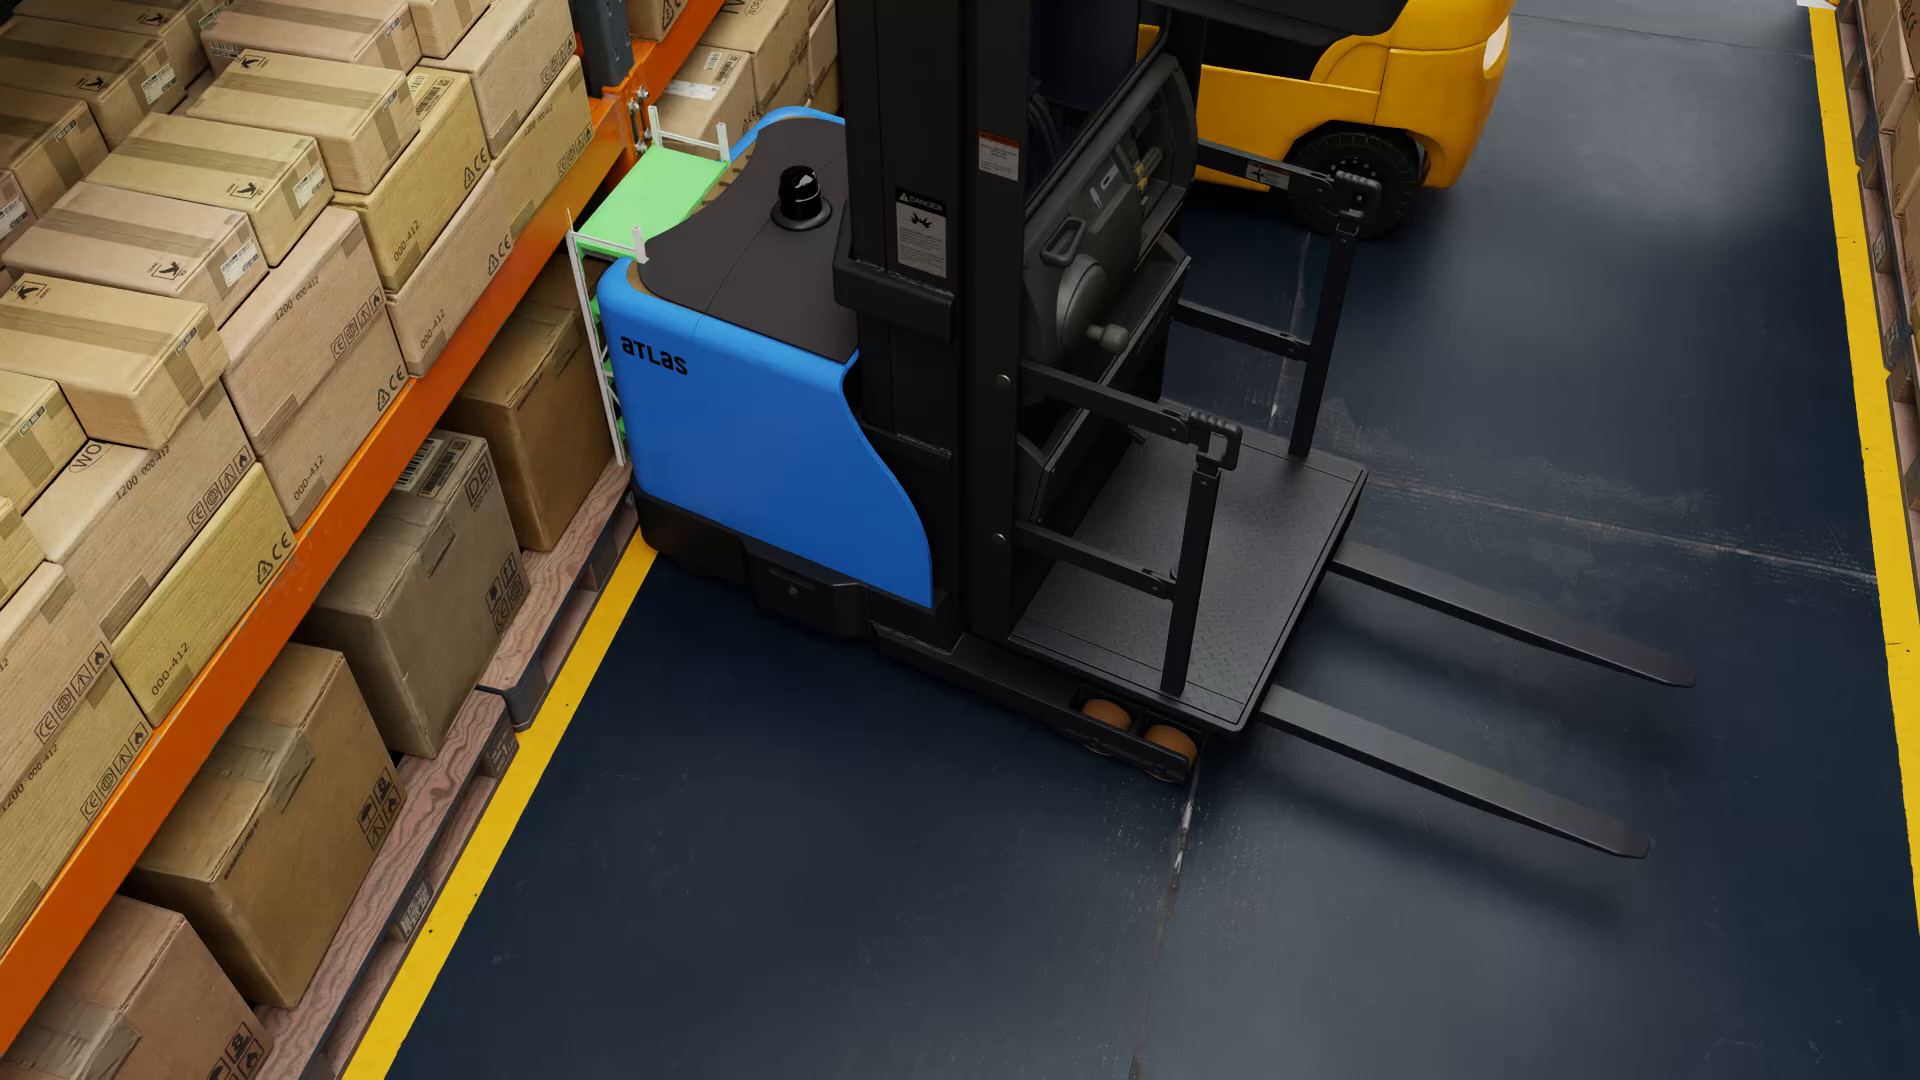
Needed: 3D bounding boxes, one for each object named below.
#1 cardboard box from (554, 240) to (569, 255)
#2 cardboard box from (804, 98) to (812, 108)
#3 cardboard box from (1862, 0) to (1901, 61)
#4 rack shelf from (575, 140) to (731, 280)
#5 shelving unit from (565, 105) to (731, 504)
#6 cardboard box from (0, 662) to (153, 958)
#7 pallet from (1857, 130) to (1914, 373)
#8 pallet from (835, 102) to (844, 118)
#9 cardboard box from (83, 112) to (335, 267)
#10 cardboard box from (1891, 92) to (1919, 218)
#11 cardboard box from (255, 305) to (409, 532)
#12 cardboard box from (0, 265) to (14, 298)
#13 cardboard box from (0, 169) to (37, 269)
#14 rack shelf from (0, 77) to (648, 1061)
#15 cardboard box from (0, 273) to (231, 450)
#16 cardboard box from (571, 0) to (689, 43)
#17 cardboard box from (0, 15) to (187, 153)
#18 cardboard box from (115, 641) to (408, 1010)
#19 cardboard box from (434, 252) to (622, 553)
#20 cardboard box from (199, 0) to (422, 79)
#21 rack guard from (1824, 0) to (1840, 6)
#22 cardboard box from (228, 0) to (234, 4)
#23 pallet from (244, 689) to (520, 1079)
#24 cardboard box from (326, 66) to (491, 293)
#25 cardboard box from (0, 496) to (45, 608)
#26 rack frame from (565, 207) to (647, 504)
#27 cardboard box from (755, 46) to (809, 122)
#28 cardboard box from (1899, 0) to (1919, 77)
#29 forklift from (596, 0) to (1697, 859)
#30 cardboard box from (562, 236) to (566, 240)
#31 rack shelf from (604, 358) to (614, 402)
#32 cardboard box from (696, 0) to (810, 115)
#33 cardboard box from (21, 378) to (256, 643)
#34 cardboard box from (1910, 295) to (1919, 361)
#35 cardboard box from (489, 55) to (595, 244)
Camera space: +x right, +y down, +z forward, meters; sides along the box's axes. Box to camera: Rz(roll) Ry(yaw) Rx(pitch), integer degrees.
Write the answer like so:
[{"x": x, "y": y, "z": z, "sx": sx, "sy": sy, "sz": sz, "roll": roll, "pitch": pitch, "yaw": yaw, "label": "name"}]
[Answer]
[{"x": -1.476, "y": -1.129, "z": 5.800, "sx": 0.500, "sy": 0.250, "sz": 0.500, "roll": 12, "pitch": 50, "yaw": 10, "label": "cardboard box"}, {"x": -0.843, "y": -1.393, "z": 6.033, "sx": 0.500, "sy": 0.250, "sz": 0.500, "roll": 11, "pitch": 49, "yaw": 9, "label": "cardboard box"}, {"x": 3.955, "y": -2.126, "z": 6.679, "sx": 0.500, "sy": 0.250, "sz": 0.500, "roll": 11, "pitch": 50, "yaw": 10, "label": "cardboard box"}, {"x": -0.863, "y": -0.905, "z": 4.687, "sx": 0.258, "sy": 0.148, "sz": 0.480, "roll": 17, "pitch": 52, "yaw": 14, "label": "rack shelf"}, {"x": -0.861, "y": -0.635, "z": 5.003, "sx": 0.258, "sy": 1.200, "sz": 0.503, "roll": 17, "pitch": 52, "yaw": 14, "label": "shelving unit"}, {"x": -1.843, "y": 0.424, "z": 2.975, "sx": 0.500, "sy": 0.250, "sz": 0.500, "roll": 10, "pitch": 49, "yaw": 9, "label": "cardboard box"}, {"x": 3.843, "y": -0.988, "z": 5.981, "sx": 1.003, "sy": 0.211, "sz": 1.213, "roll": 12, "pitch": 50, "yaw": 10, "label": "pallet"}, {"x": -0.840, "y": -2.039, "z": 6.908, "sx": 1.003, "sy": 0.211, "sz": 1.213, "roll": 12, "pitch": 50, "yaw": 10, "label": "pallet"}, {"x": -1.521, "y": -0.716, "z": 3.382, "sx": 0.380, "sy": 0.149, "sz": 0.250, "roll": 10, "pitch": 49, "yaw": 9, "label": "cardboard box"}, {"x": 3.682, "y": -1.361, "z": 6.004, "sx": 0.500, "sy": 0.250, "sz": 0.500, "roll": 15, "pitch": 50, "yaw": 13, "label": "cardboard box"}, {"x": -1.576, "y": -0.326, "z": 3.637, "sx": 0.500, "sy": 0.250, "sz": 0.500, "roll": 12, "pitch": 50, "yaw": 10, "label": "cardboard box"}, {"x": -2.078, "y": -0.578, "z": 3.526, "sx": 0.500, "sy": 0.250, "sz": 0.500, "roll": 10, "pitch": 49, "yaw": 9, "label": "cardboard box"}, {"x": -2.095, "y": -0.633, "z": 3.309, "sx": 0.380, "sy": 0.149, "sz": 0.250, "roll": 11, "pitch": 50, "yaw": 10, "label": "cardboard box"}, {"x": -1.935, "y": 0.175, "z": 3.574, "sx": 1.077, "sy": 0.370, "sz": 4.000, "roll": 12, "pitch": 50, "yaw": 10, "label": "rack shelf"}, {"x": -1.587, "y": -0.329, "z": 3.040, "sx": 0.380, "sy": 0.149, "sz": 0.250, "roll": 10, "pitch": 49, "yaw": 9, "label": "cardboard box"}, {"x": -1.040, "y": -1.812, "z": 4.782, "sx": 0.500, "sy": 0.500, "sz": 0.500, "roll": 10, "pitch": 49, "yaw": 9, "label": "cardboard box"}, {"x": -1.943, "y": -0.992, "z": 3.625, "sx": 0.380, "sy": 0.149, "sz": 0.250, "roll": 11, "pitch": 50, "yaw": 10, "label": "cardboard box"}, {"x": -1.943, "y": 0.621, "z": 4.005, "sx": 0.875, "sy": 0.625, "sz": 0.625, "roll": 10, "pitch": 49, "yaw": 8, "label": "cardboard box"}, {"x": -1.535, "y": -0.483, "z": 4.979, "sx": 0.875, "sy": 0.625, "sz": 0.625, "roll": 14, "pitch": 50, "yaw": 12, "label": "cardboard box"}, {"x": -1.450, "y": -1.109, "z": 3.729, "sx": 0.380, "sy": 0.149, "sz": 0.250, "roll": 12, "pitch": 50, "yaw": 10, "label": "cardboard box"}, {"x": 4.414, "y": -2.544, "z": 7.161, "sx": 1.175, "sy": 0.500, "sz": 0.348, "roll": 12, "pitch": 50, "yaw": 10, "label": "rack guard"}, {"x": -1.829, "y": -1.361, "z": 3.952, "sx": 0.380, "sy": 0.149, "sz": 0.250, "roll": 10, "pitch": 49, "yaw": 9, "label": "cardboard box"}, {"x": -1.884, "y": 0.839, "z": 4.368, "sx": 1.003, "sy": 0.211, "sz": 1.213, "roll": 12, "pitch": 50, "yaw": 10, "label": "pallet"}, {"x": -1.420, "y": -0.846, "z": 3.762, "sx": 0.500, "sy": 0.250, "sz": 0.500, "roll": 10, "pitch": 49, "yaw": 9, "label": "cardboard box"}, {"x": -1.764, "y": 0.028, "z": 2.725, "sx": 0.380, "sy": 0.149, "sz": 0.250, "roll": 13, "pitch": 50, "yaw": 11, "label": "cardboard box"}, {"x": -0.952, "y": -0.462, "z": 4.856, "sx": 0.240, "sy": 1.200, "sz": 0.015, "roll": 17, "pitch": 52, "yaw": 14, "label": "rack frame"}, {"x": -0.853, "y": -1.557, "z": 5.844, "sx": 0.500, "sy": 0.250, "sz": 0.500, "roll": 11, "pitch": 50, "yaw": 10, "label": "cardboard box"}, {"x": 3.815, "y": -1.978, "z": 6.048, "sx": 0.500, "sy": 0.500, "sz": 0.500, "roll": 10, "pitch": 49, "yaw": 9, "label": "cardboard box"}, {"x": 0.555, "y": -0.754, "z": 3.961, "sx": 3.031, "sy": 2.935, "sz": 1.130, "roll": 21, "pitch": 52, "yaw": 18, "label": "forklift"}, {"x": -1.478, "y": -1.296, "z": 5.614, "sx": 0.500, "sy": 0.250, "sz": 0.500, "roll": 11, "pitch": 49, "yaw": 9, "label": "cardboard box"}, {"x": -0.861, "y": -0.593, "z": 5.052, "sx": 0.258, "sy": 0.148, "sz": 0.480, "roll": 17, "pitch": 52, "yaw": 14, "label": "rack shelf"}, {"x": -0.834, "y": -1.725, "z": 5.659, "sx": 0.500, "sy": 0.250, "sz": 0.500, "roll": 12, "pitch": 50, "yaw": 10, "label": "cardboard box"}, {"x": -1.711, "y": -0.116, "z": 3.118, "sx": 0.500, "sy": 0.250, "sz": 0.500, "roll": 12, "pitch": 50, "yaw": 11, "label": "cardboard box"}, {"x": 3.408, "y": -0.629, "z": 5.359, "sx": 0.500, "sy": 0.250, "sz": 0.500, "roll": 10, "pitch": 49, "yaw": 9, "label": "cardboard box"}, {"x": -1.289, "y": -1.043, "z": 4.270, "sx": 0.500, "sy": 0.250, "sz": 0.500, "roll": 13, "pitch": 50, "yaw": 11, "label": "cardboard box"}]
